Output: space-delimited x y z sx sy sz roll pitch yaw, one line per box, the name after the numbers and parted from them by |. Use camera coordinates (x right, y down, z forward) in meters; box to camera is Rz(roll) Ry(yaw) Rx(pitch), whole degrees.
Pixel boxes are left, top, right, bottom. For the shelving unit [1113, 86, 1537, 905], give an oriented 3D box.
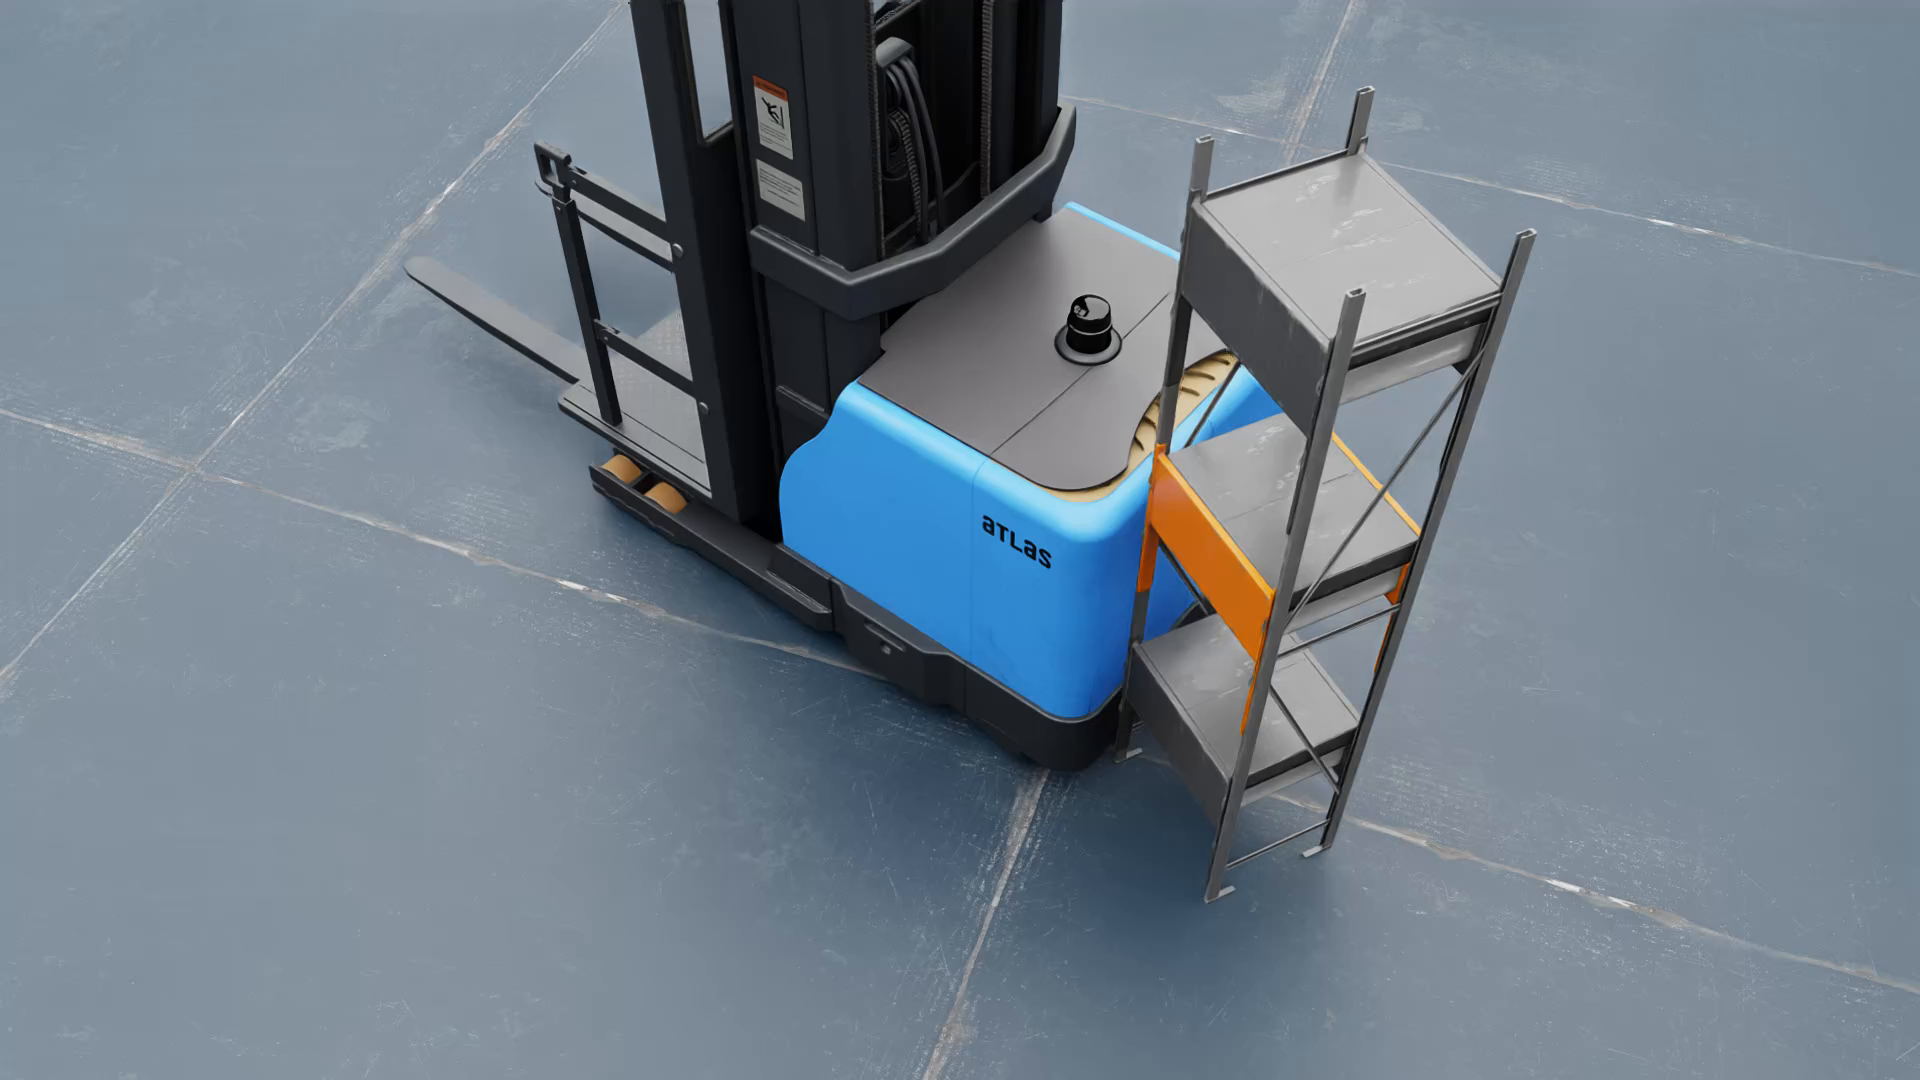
0.727 0.041 3.824 0.431 2.100 0.503 -20 52 -17 | shelving unit

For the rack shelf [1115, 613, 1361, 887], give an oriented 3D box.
0.724 0.509 4.362 0.431 0.518 0.480 -20 52 -17 | rack shelf

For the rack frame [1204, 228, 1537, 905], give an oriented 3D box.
0.835 0.206 3.680 0.400 2.100 0.015 -20 52 -17 | rack frame

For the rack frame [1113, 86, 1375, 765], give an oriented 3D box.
0.619 -0.125 3.967 0.400 2.100 0.015 -20 52 -17 | rack frame

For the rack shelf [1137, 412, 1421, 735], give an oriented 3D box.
0.727 0.050 3.834 0.431 0.518 0.480 -20 52 -17 | rack shelf

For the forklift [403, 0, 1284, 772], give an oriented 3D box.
-0.549 -1.259 4.402 3.031 2.935 1.130 31 56 24 | forklift

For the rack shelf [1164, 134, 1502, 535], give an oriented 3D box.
0.730 -0.410 3.306 0.431 0.518 0.480 -20 52 -17 | rack shelf
